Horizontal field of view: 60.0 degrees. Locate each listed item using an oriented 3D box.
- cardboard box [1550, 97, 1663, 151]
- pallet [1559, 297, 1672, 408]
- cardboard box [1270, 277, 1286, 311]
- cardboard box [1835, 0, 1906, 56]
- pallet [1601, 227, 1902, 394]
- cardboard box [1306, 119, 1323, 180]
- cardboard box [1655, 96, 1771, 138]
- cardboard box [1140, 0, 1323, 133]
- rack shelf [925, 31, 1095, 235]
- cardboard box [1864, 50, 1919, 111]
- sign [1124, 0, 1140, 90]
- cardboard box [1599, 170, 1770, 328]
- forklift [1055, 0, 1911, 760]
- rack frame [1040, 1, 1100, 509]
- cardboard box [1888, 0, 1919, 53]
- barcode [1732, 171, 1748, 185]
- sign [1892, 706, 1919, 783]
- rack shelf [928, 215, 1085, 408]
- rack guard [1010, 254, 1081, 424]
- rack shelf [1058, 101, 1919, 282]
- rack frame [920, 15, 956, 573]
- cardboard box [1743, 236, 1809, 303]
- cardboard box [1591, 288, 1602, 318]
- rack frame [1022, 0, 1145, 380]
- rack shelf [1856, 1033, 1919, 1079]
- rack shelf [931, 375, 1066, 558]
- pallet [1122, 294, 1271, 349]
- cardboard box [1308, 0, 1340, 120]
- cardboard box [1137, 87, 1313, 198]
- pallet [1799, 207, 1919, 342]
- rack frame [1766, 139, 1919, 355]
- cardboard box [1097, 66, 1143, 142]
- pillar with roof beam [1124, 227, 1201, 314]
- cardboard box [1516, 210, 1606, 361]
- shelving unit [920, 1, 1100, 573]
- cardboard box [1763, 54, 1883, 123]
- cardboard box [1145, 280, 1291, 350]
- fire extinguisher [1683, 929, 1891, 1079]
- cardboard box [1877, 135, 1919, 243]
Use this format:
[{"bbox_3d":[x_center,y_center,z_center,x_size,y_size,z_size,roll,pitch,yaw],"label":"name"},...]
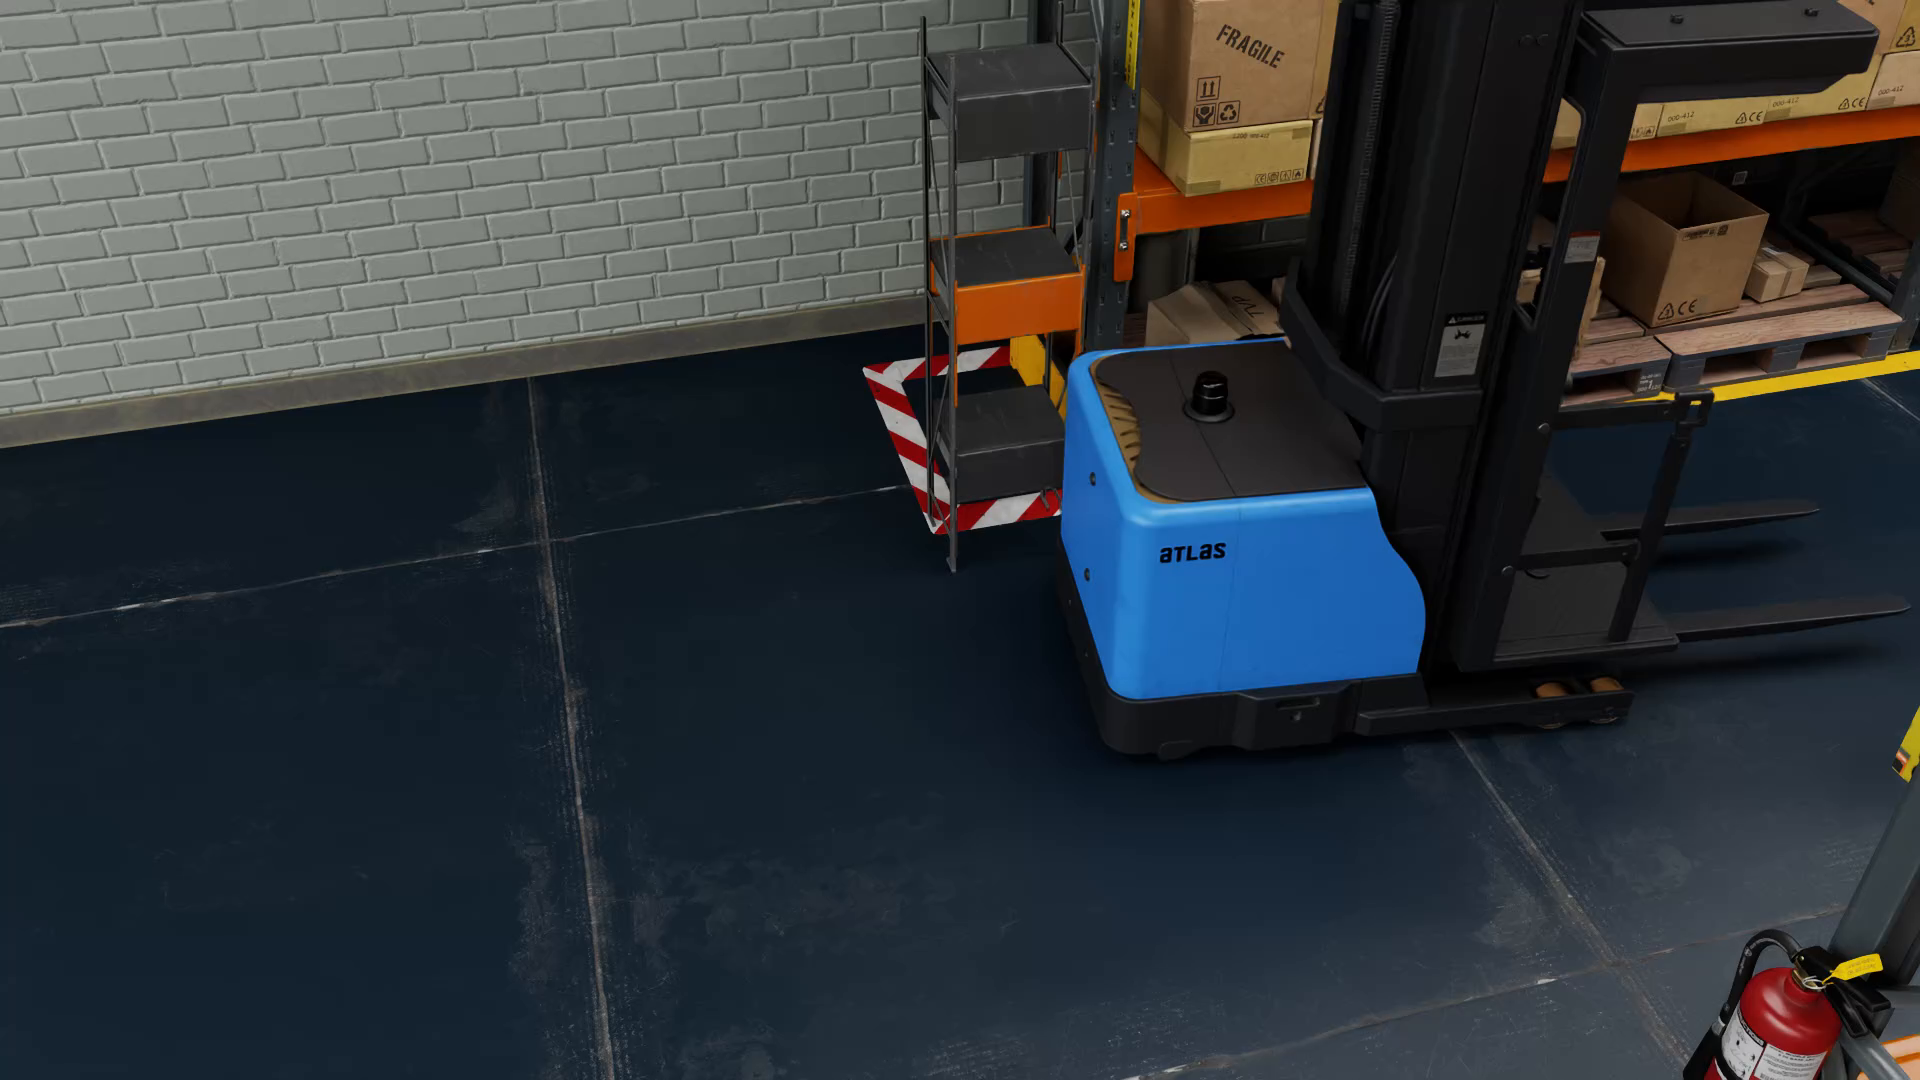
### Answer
[{"bbox_3d":[2.499,-1.824,6.773,0.500,0.250,0.500,-9,38,-12],"label":"cardboard box"},{"bbox_3d":[2.508,-0.942,7.808,1.213,0.211,1.003,-9,38,-12],"label":"pallet"},{"bbox_3d":[1.707,-0.992,7.429,0.500,0.311,0.500,-6,38,-8],"label":"cardboard box"},{"bbox_3d":[3.471,-2.280,6.751,0.500,0.500,0.500,-10,38,-12],"label":"cardboard box"},{"bbox_3d":[3.688,-1.137,8.063,1.213,0.211,1.003,-9,38,-12],"label":"pallet"},{"bbox_3d":[1.517,-1.668,6.569,0.500,0.250,0.500,-10,39,-13],"label":"cardboard box"},{"bbox_3d":[2.984,-1.905,6.878,0.500,0.250,0.500,-10,38,-12],"label":"cardboard box"},{"bbox_3d":[1.004,-1.884,6.234,0.500,0.500,0.500,-9,38,-12],"label":"cardboard box"},{"bbox_3d":[0.160,-1.405,5.729,0.480,0.518,0.431,-9,38,-12],"label":"rack shelf"},{"bbox_3d":[3.949,-2.068,7.091,0.500,0.250,0.500,-9,38,-12],"label":"cardboard box"},{"bbox_3d":[0.607,-1.764,5.875,0.005,0.325,0.100,-9,38,-12],"label":"sign"},{"bbox_3d":[3.335,-1.366,7.762,0.500,0.500,0.500,-12,39,-15],"label":"cardboard box"},{"bbox_3d":[1.926,-0.812,5.399,3.031,2.935,1.130,-5,38,-6],"label":"forklift"},{"bbox_3d":[0.395,-0.899,6.197,0.015,2.100,0.400,-9,38,-12],"label":"rack frame"},{"bbox_3d":[3.951,-2.362,6.859,0.500,0.500,0.500,-9,38,-12],"label":"cardboard box"},{"bbox_3d":[3.743,-1.736,7.983,0.075,0.075,0.001,-9,38,-12],"label":"barcode"},{"bbox_3d":[1.632,0.292,2.751,0.005,0.325,0.100,-9,38,-12],"label":"sign"},{"bbox_3d":[0.160,-0.849,6.154,0.480,0.518,0.431,-9,38,-12],"label":"rack shelf"},{"bbox_3d":[0.538,-0.758,7.329,0.348,0.500,1.175,-9,38,-12],"label":"rack guard"},{"bbox_3d":[2.396,-1.769,7.186,4.000,0.370,1.077,-9,38,-12],"label":"rack shelf"},{"bbox_3d":[-0.076,-0.821,6.095,0.015,2.100,0.400,-9,38,-12],"label":"rack frame"},{"bbox_3d":[3.818,-1.319,7.975,0.250,0.166,0.380,-14,40,-18],"label":"cardboard box"},{"bbox_3d":[2.777,-1.173,7.799,0.250,0.149,0.380,-12,39,-16],"label":"cardboard box"},{"bbox_3d":[0.465,-1.738,6.554,0.127,3.000,1.000,-9,38,-12],"label":"rack frame"},{"bbox_3d":[3.691,1.136,3.389,4.000,0.370,1.077,-9,38,-12],"label":"rack shelf"},{"bbox_3d":[0.160,-0.293,6.580,0.480,0.518,0.431,-9,38,-12],"label":"rack shelf"},{"bbox_3d":[1.332,-0.751,7.558,1.213,0.211,1.003,-9,38,-12],"label":"pallet"},{"bbox_3d":[1.484,-1.956,6.328,0.500,0.500,0.500,-9,38,-12],"label":"cardboard box"},{"bbox_3d":[1.019,-1.578,6.451,0.500,0.250,0.500,-10,39,-13],"label":"cardboard box"},{"bbox_3d":[5.078,-1.389,8.392,1.213,0.211,1.003,-9,38,-12],"label":"pallet"},{"bbox_3d":[4.327,-2.372,7.382,0.127,3.000,1.000,-9,38,-12],"label":"rack frame"},{"bbox_3d":[0.866,-1.875,6.839,0.500,0.250,0.500,-9,38,-11],"label":"cardboard box"},{"bbox_3d":[2.038,-2.214,2.238,0.400,9.000,9.100,-9,38,-12],"label":"pillar with roof beam"},{"bbox_3d":[2.428,-1.154,7.485,0.500,0.500,0.700,-12,39,-15],"label":"cardboard box"},{"bbox_3d":[0.160,-0.860,6.146,0.503,2.100,0.431,-9,38,-12],"label":"shelving unit"},{"bbox_3d":[3.465,-1.993,6.994,0.500,0.250,0.500,-9,38,-12],"label":"cardboard box"},{"bbox_3d":[1.157,-0.902,7.311,0.500,0.311,0.500,-14,39,-17],"label":"cardboard box"},{"bbox_3d":[1.525,0.944,3.111,0.183,0.674,0.296,-9,38,-12],"label":"fire extinguisher"},{"bbox_3d":[5.033,-1.680,8.173,0.500,0.500,0.700,-8,38,-10],"label":"cardboard box"}]
